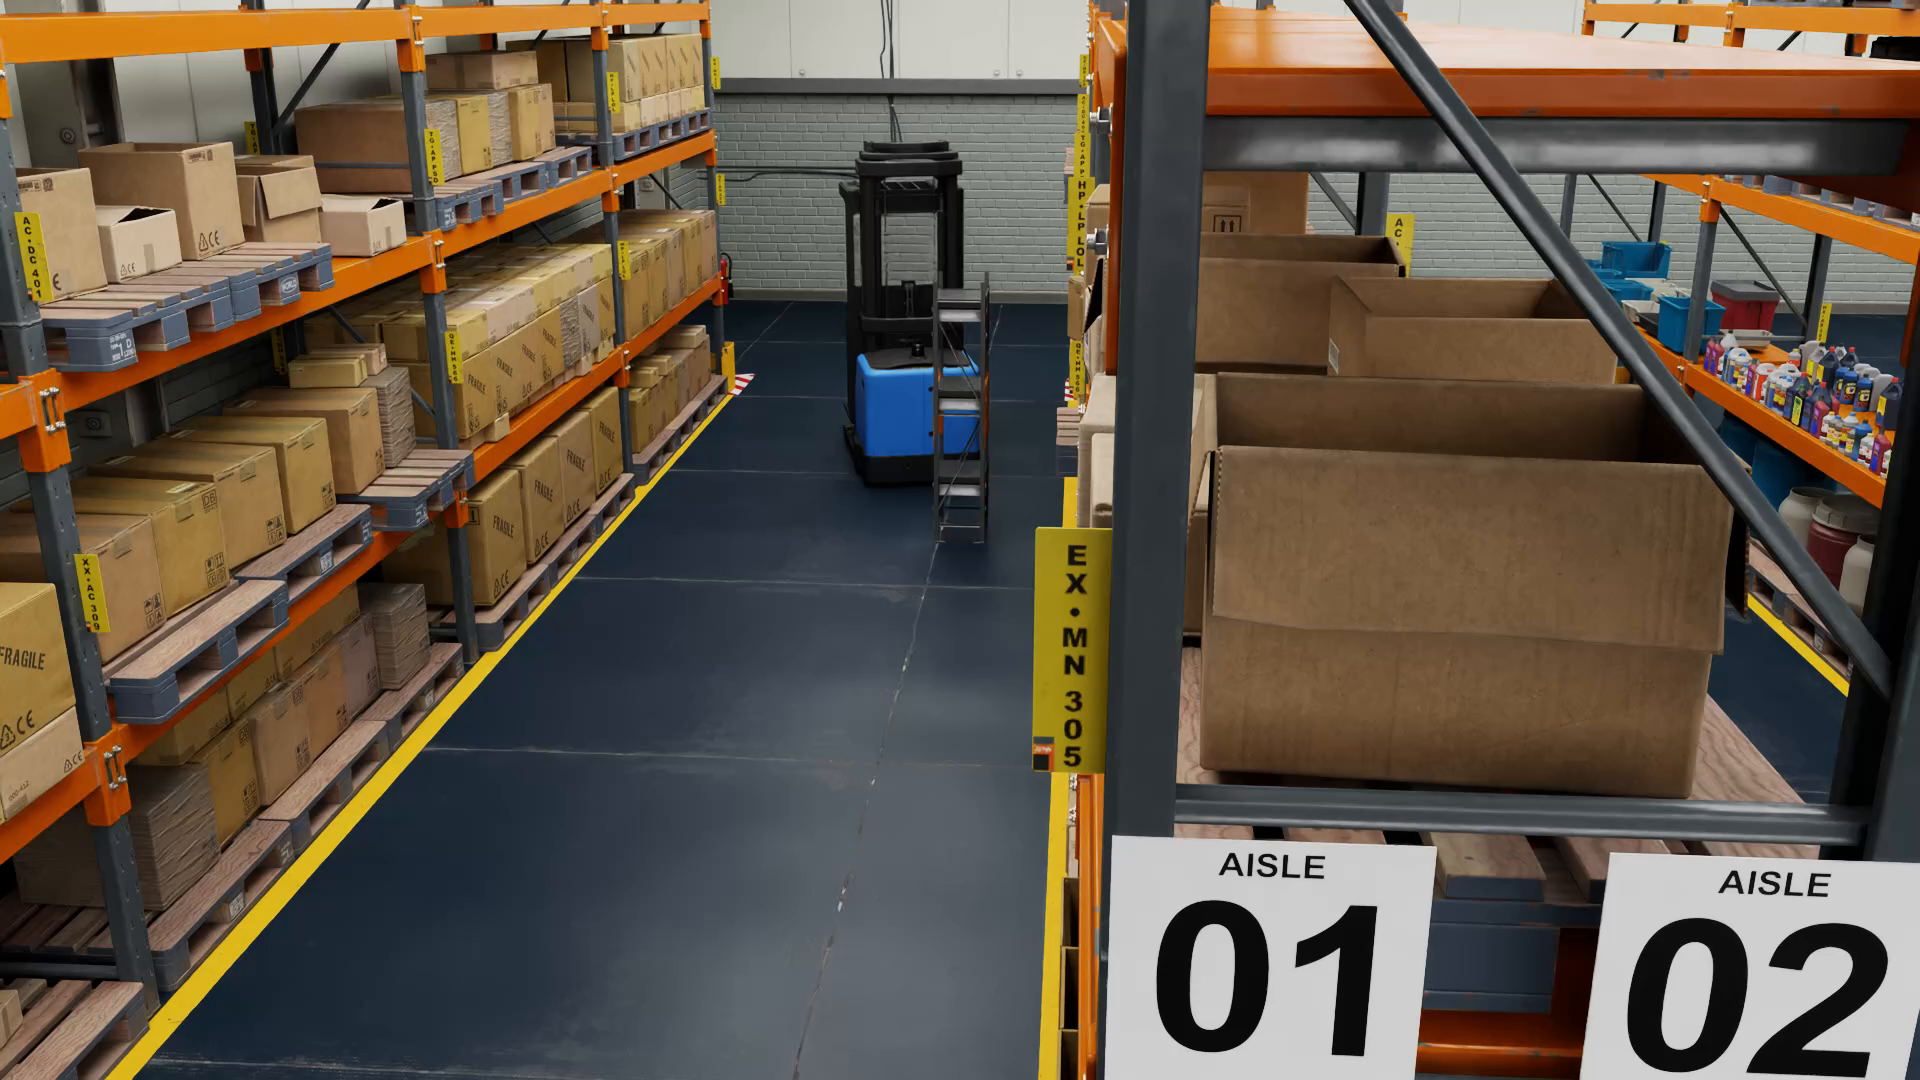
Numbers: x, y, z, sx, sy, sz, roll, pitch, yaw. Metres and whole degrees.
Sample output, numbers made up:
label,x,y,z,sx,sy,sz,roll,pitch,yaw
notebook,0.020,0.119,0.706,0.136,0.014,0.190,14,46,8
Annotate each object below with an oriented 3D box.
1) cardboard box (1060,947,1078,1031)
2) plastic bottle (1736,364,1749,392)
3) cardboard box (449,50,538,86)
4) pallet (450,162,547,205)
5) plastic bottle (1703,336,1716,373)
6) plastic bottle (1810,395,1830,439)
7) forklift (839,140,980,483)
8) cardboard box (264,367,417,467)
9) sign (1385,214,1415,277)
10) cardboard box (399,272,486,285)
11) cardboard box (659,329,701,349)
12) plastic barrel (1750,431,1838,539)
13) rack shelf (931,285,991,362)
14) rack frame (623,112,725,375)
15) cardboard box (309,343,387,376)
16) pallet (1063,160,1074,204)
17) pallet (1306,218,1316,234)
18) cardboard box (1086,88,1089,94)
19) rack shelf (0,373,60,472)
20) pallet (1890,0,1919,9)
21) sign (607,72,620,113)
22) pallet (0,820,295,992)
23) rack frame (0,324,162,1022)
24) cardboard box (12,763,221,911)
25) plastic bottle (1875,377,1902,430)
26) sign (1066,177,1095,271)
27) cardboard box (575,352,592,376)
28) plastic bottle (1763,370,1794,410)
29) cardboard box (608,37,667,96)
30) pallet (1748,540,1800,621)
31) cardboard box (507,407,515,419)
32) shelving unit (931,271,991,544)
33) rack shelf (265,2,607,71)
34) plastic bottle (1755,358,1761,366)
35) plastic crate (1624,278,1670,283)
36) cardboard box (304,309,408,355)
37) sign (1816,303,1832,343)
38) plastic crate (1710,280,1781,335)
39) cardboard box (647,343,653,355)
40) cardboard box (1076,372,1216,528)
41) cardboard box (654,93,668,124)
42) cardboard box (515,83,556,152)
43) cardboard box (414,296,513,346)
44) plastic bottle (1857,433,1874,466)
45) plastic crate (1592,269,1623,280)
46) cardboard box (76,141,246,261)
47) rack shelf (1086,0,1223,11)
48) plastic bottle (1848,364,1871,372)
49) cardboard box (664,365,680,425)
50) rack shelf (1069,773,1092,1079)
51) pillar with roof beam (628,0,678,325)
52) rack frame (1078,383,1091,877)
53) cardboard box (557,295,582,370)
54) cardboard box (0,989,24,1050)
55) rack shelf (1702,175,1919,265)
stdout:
label,x,y,z,sx,sy,sz,roll,pitch,yaw
cardboard box,0.595,1.766,5.752,0.500,0.500,0.500,1,18,4
plastic bottle,6.000,-1.241,12.711,0.097,0.201,0.097,0,18,0
cardboard box,-3.593,-3.639,12.822,0.500,0.250,0.500,3,18,8
pallet,-3.615,-2.513,11.760,1.003,0.211,1.213,2,18,6
plastic bottle,6.031,-1.490,13.340,0.061,0.283,0.133,1,18,4
plastic bottle,5.881,-0.842,11.363,0.061,0.283,0.133,1,18,4
forklift,-0.548,-2.315,15.780,1.130,2.935,3.031,-3,18,-8
cardboard box,-3.710,-0.739,9.994,0.700,0.500,0.500,-1,18,-3
sign,1.522,-0.974,5.802,0.100,0.325,0.005,1,18,4
cardboard box,-3.795,-1.808,12.249,0.500,0.250,0.500,1,18,3
cardboard box,-2.908,-2.090,17.283,0.380,0.149,0.250,2,18,5
plastic barrel,6.376,-0.464,12.716,0.600,0.901,0.708,1,18,4
rack shelf,0.012,-1.701,13.039,0.431,0.518,0.480,1,18,4
rack frame,-3.112,-3.113,18.107,1.000,3.000,0.127,1,18,4
cardboard box,-3.681,-1.086,10.010,0.380,0.149,0.250,-1,18,-3
pallet,1.354,-2.574,11.947,1.213,0.211,1.003,1,18,4
pallet,1.296,-1.642,9.103,1.213,0.211,1.003,2,18,6
cardboard box,1.489,-4.287,16.309,0.500,0.250,0.500,1,18,4
rack shelf,-4.116,0.151,4.482,1.077,0.370,4.000,1,18,4
pallet,6.278,-3.202,9.688,1.213,0.211,1.003,1,18,4
sign,-2.857,-3.682,13.691,0.100,0.325,0.005,1,18,4
pallet,-3.918,1.697,7.905,1.003,0.211,1.213,1,18,4
rack frame,-3.973,0.614,6.733,1.000,3.000,0.127,1,18,4
cardboard box,-3.936,1.364,7.752,0.700,0.500,0.500,2,18,6
plastic bottle,6.503,-0.953,11.593,0.144,0.351,0.185,1,18,4
sign,0.427,-1.107,5.830,0.100,0.325,0.005,1,18,4
cardboard box,-3.159,-1.408,13.274,0.380,0.149,0.250,1,18,4
plastic bottle,5.986,-1.096,12.150,0.152,0.276,0.135,1,18,4
cardboard box,-3.008,-4.357,15.287,0.500,0.500,0.500,1,18,4
pallet,6.301,0.294,12.187,1.003,0.211,1.213,1,18,4
cardboard box,-3.396,-0.936,11.834,0.380,0.149,0.250,2,18,5
shelving unit,0.012,-1.049,13.253,0.431,2.100,0.503,1,18,4
rack shelf,-3.542,-3.569,11.660,1.077,0.370,4.000,1,18,4
plastic bottle,6.169,-1.309,12.921,0.097,0.201,0.097,0,18,0
plastic crate,6.891,-2.538,16.678,0.396,0.136,0.243,1,18,4
cardboard box,-3.912,-1.330,10.790,0.500,0.250,0.500,2,18,5
sign,7.031,-1.768,13.558,0.100,0.325,0.005,1,18,4
plastic crate,6.797,-1.980,14.450,0.402,0.464,0.583,1,18,4
cardboard box,-3.325,-1.943,16.833,0.380,0.149,0.250,2,18,5
cardboard box,0.541,-0.220,3.703,0.500,0.311,0.500,3,18,10
cardboard box,-3.006,-3.998,15.396,0.500,0.250,0.500,1,18,2
cardboard box,-3.572,-3.282,12.938,0.700,0.500,0.500,0,18,1
cardboard box,-3.358,-1.485,11.265,0.500,0.250,0.500,1,18,3
plastic bottle,5.849,-0.585,10.712,0.097,0.201,0.097,0,18,0
plastic crate,6.376,-2.567,16.613,0.416,0.233,0.300,1,18,4
cardboard box,-3.765,-1.610,7.866,0.500,0.500,0.500,1,18,2
rack shelf,1.685,-4.890,15.056,1.077,0.370,4.000,1,18,4
plastic bottle,6.714,-1.191,12.440,0.152,0.276,0.135,1,18,4
cardboard box,-3.165,-1.428,16.303,0.700,0.500,0.500,2,18,5
rack shelf,0.825,1.686,4.615,1.077,0.370,4.000,1,18,4
pillar with roof beam,0.512,-6.726,19.497,9.100,9.000,0.400,1,18,4
rack frame,0.969,0.723,6.399,1.000,3.000,0.127,1,18,4
cardboard box,-3.252,-1.606,12.836,0.500,0.500,0.500,1,18,4
cardboard box,-3.981,1.918,6.596,0.380,0.166,0.250,-1,18,-3
rack shelf,6.339,-2.112,11.390,1.077,0.370,4.000,1,18,4
